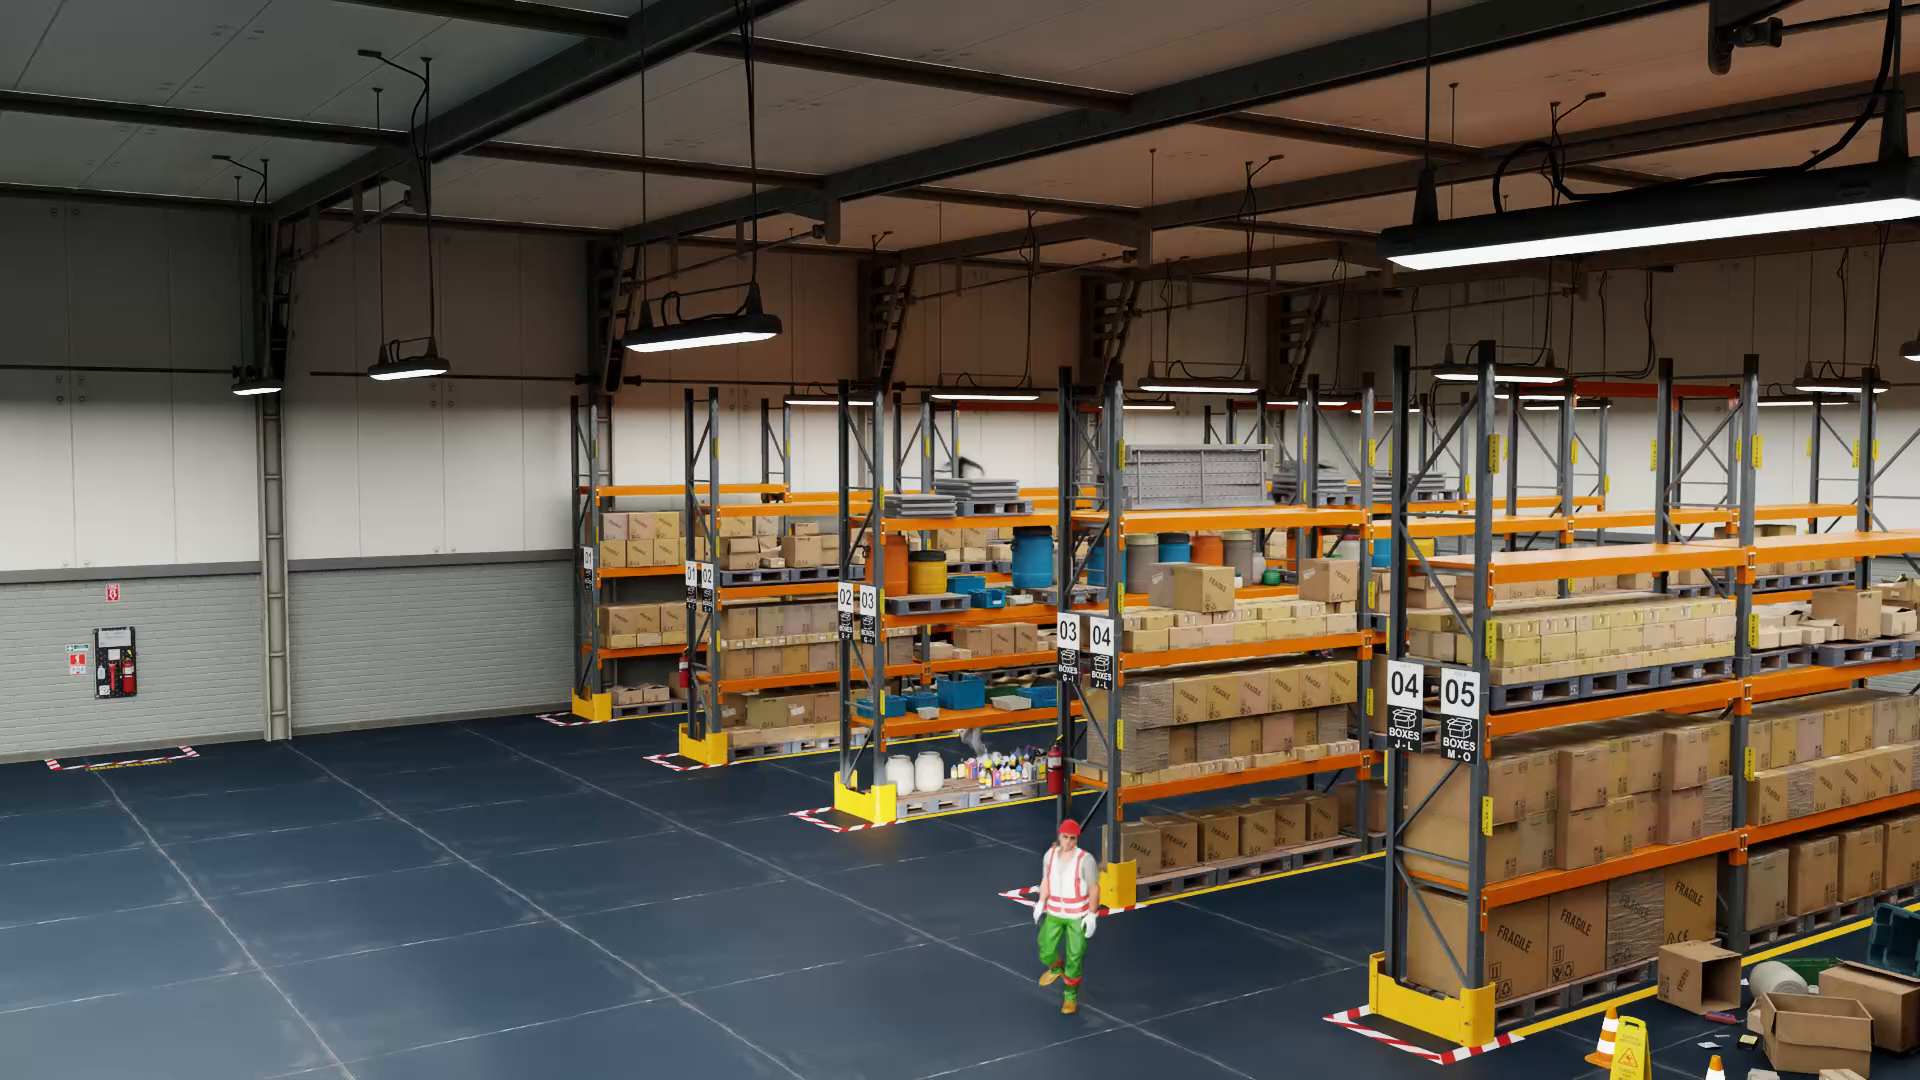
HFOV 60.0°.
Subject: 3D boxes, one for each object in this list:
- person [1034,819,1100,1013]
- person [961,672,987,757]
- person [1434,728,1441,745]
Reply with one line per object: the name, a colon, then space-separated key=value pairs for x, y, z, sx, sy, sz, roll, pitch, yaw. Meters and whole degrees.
person: x=0.983 y=3.372 z=15.085 sx=0.703 sy=1.757 sz=0.697 roll=1 pitch=4 yaw=23
person: x=0.278 y=2.818 z=25.989 sx=0.473 sy=1.543 sz=0.562 roll=-2 pitch=4 yaw=-28
person: x=5.713 y=3.086 z=19.763 sx=0.647 sy=1.772 sz=0.752 roll=-2 pitch=4 yaw=-34
